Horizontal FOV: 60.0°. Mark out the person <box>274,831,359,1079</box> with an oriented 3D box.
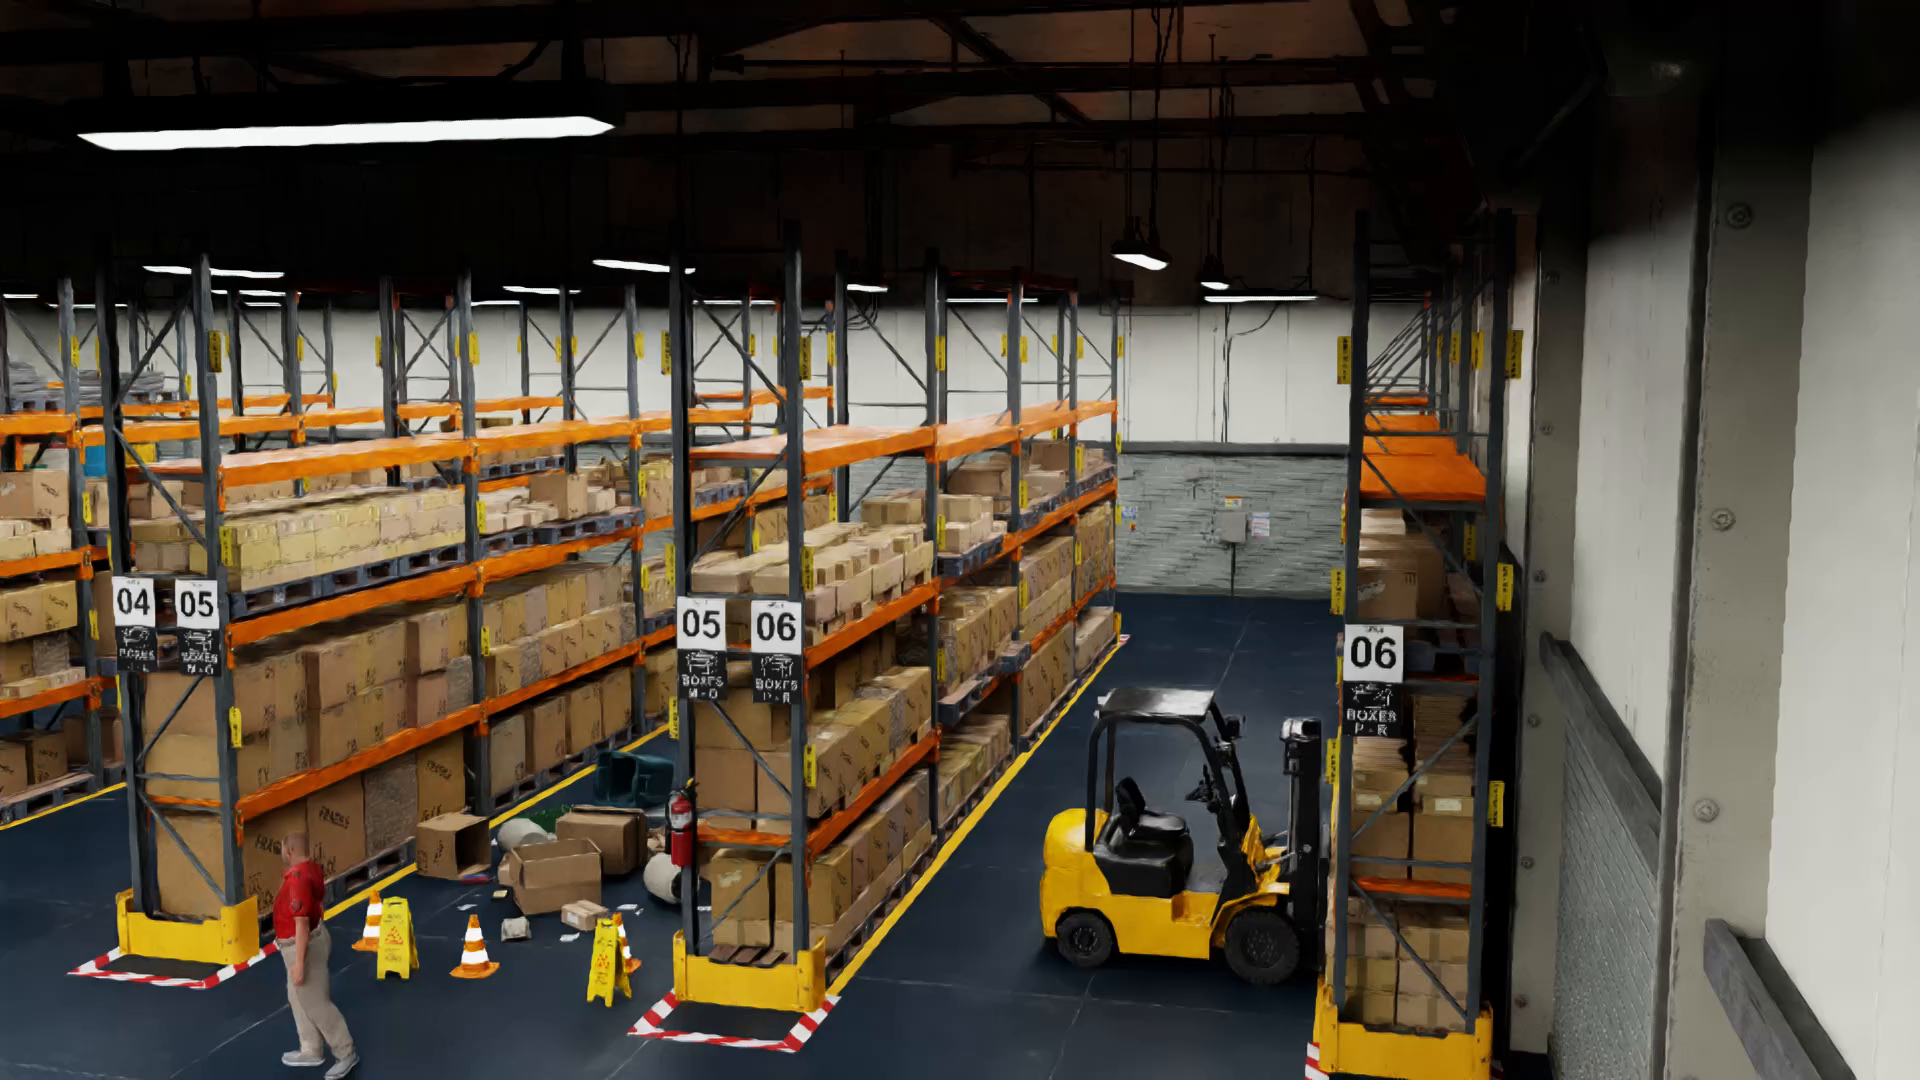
[{"bbox_3d":[-4.559,2.900,11.731,0.549,1.720,0.652,-2,7,-13],"label":"person"}]
